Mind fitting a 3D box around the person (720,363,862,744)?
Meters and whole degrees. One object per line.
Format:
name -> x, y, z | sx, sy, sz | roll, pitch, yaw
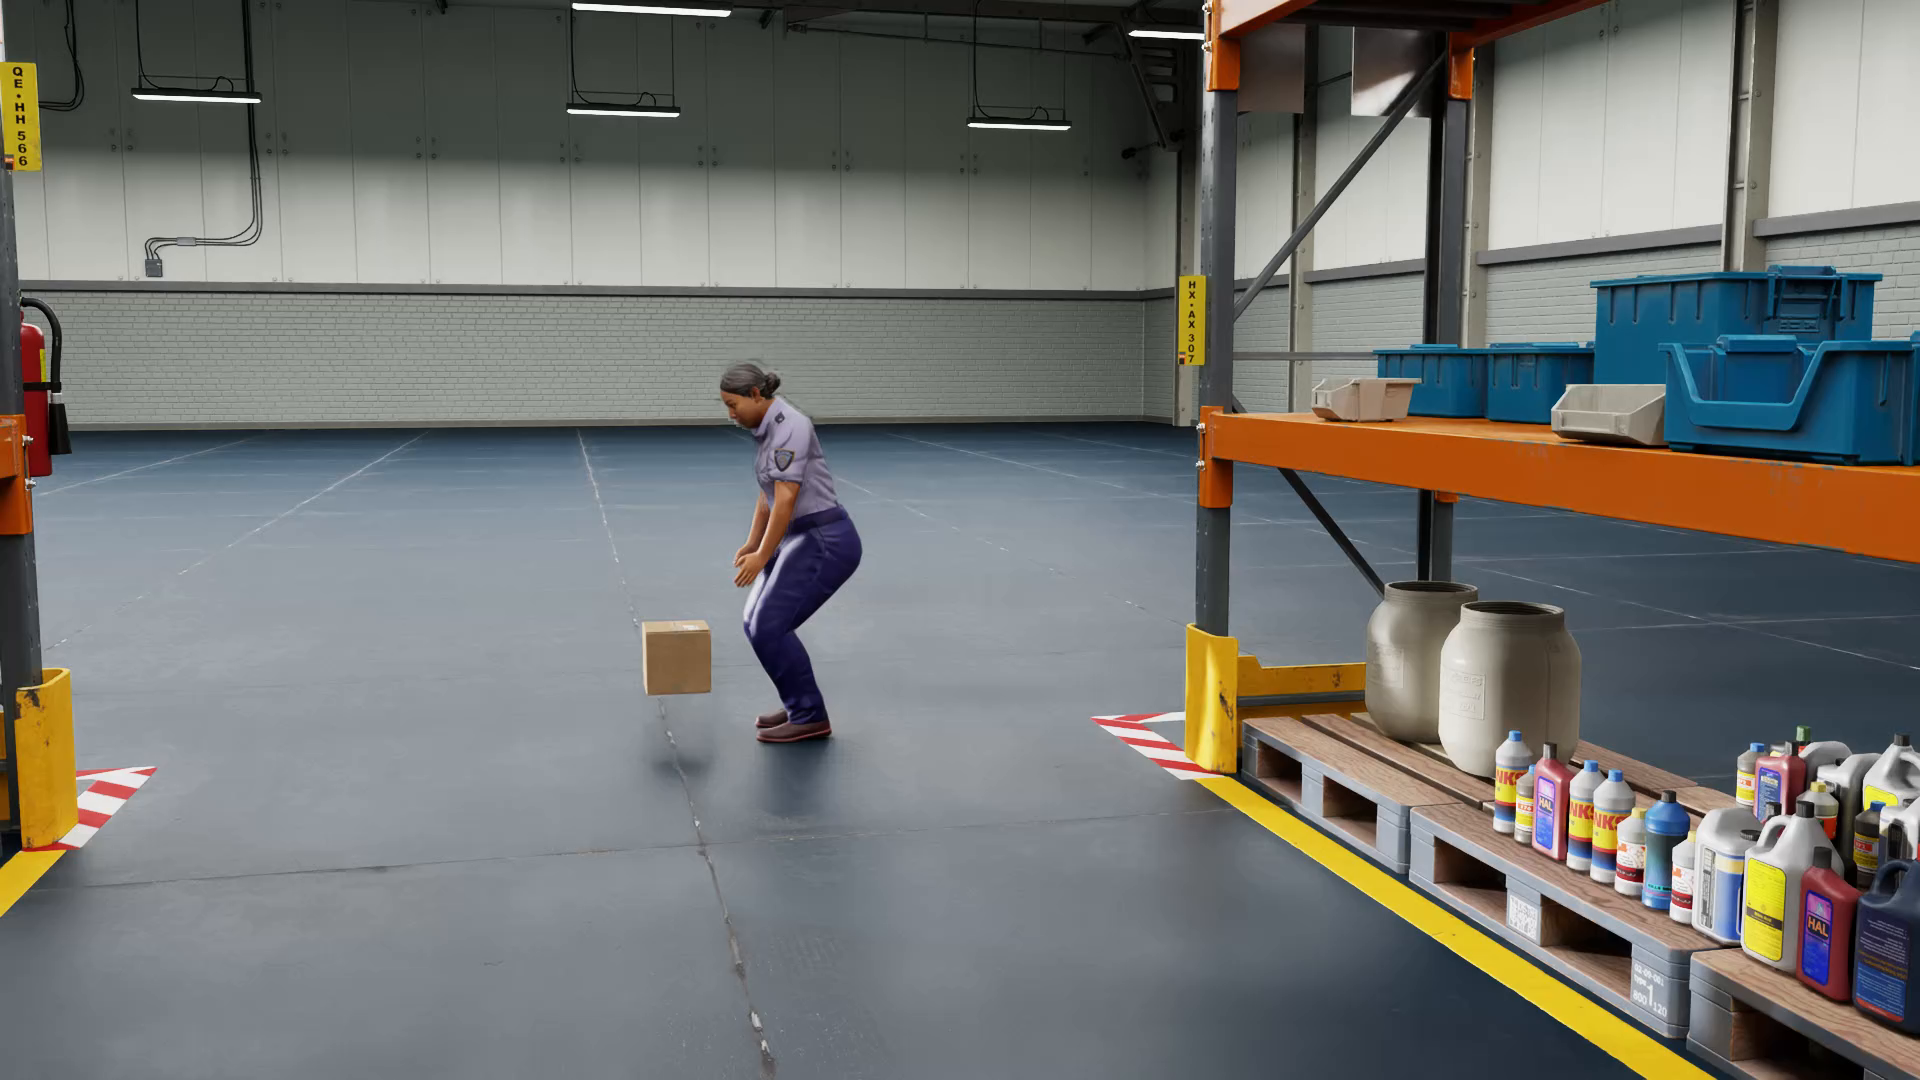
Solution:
person -> -0.667, 0.052, 6.618 | 0.551, 1.478, 0.525 | -1, 6, -13
